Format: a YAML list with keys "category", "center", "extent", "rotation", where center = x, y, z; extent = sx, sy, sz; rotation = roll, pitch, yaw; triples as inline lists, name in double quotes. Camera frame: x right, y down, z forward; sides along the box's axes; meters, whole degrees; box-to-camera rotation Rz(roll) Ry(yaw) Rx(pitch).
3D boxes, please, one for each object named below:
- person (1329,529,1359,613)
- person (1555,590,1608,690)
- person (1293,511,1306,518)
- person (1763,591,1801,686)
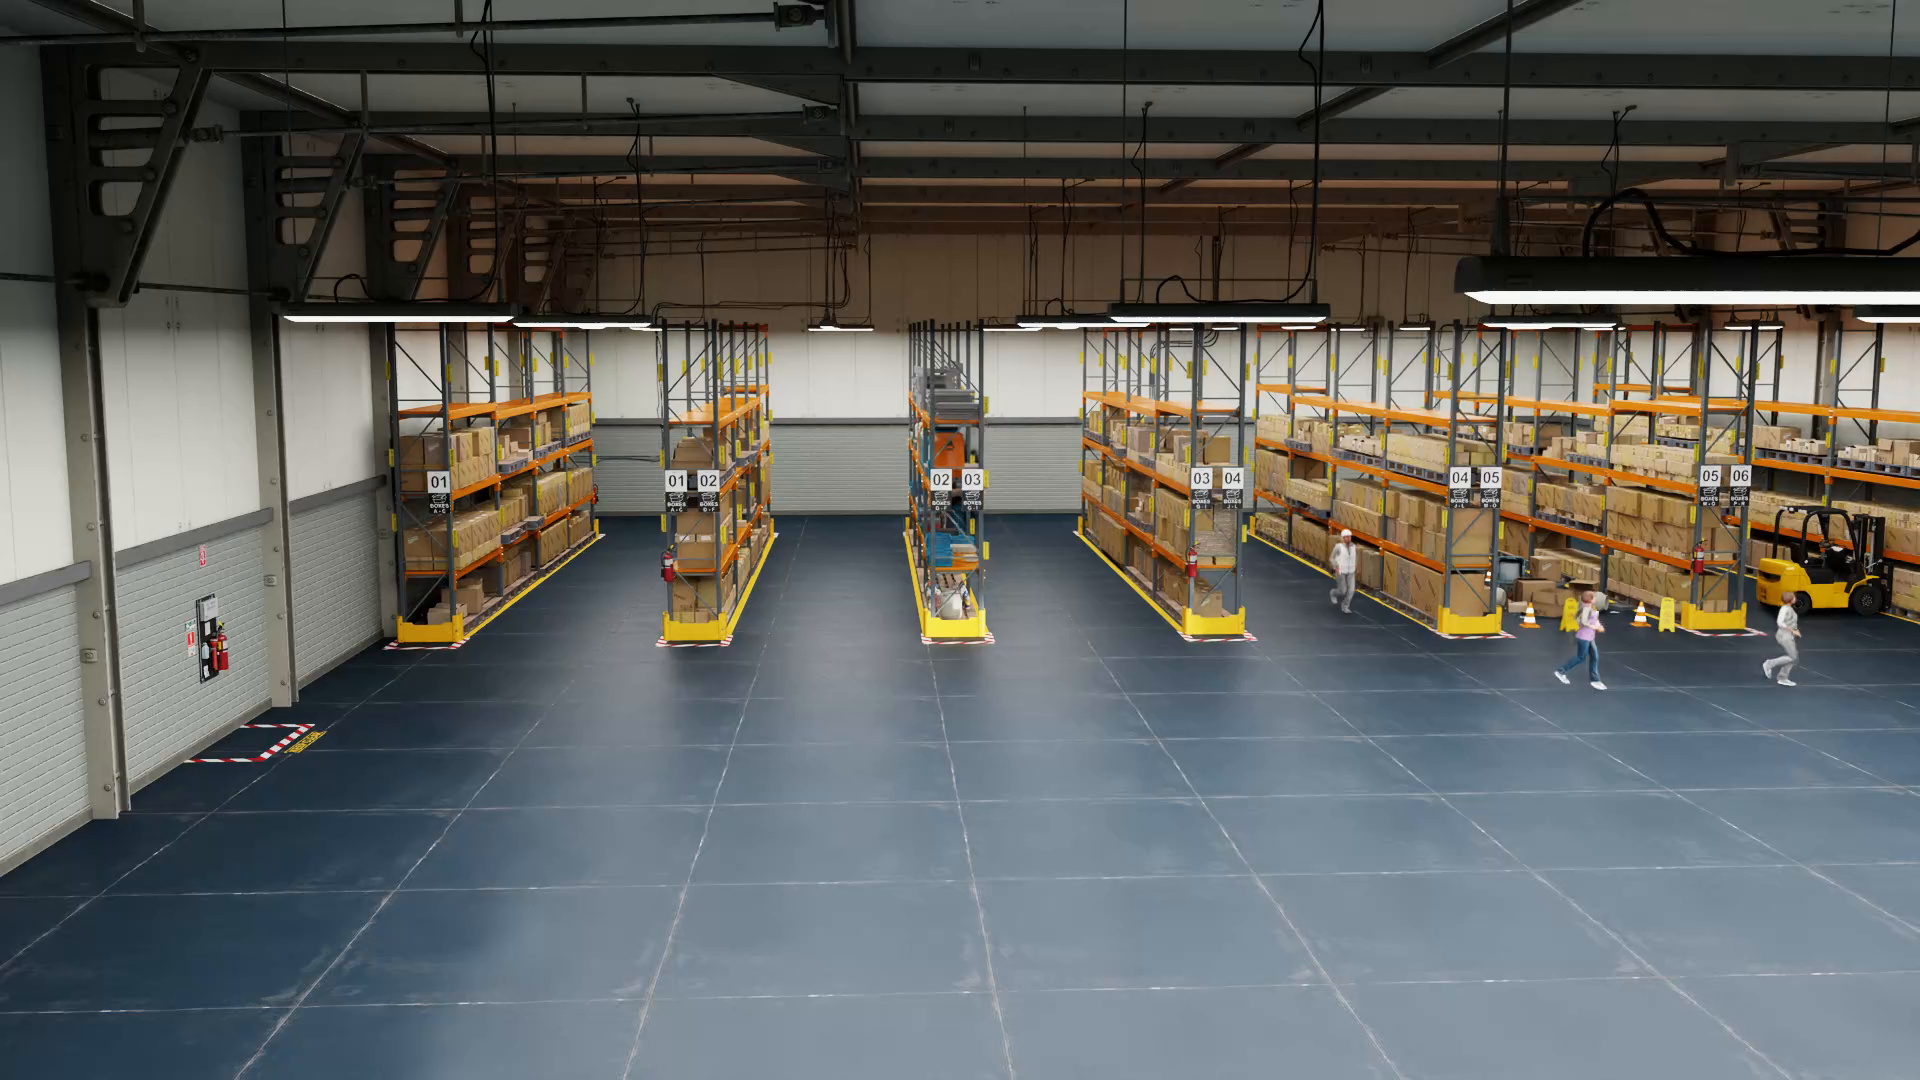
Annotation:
- category: "person"
  center: [7.939, 0.629, 34.416]
  extent: [0.647, 1.727, 0.637]
  rotation: [-2, 7, -14]
- category: "person"
  center: [10.093, 1.611, 26.935]
  extent: [0.820, 1.607, 0.537]
  rotation: [4, 8, 28]
- category: "person"
  center: [9.882, -1.244, 49.197]
  extent: [0.925, 1.804, 0.662]
  rotation: [0, 7, 1]
- category: "person"
  center: [13.466, 1.601, 27.202]
  extent: [0.547, 1.555, 0.532]
  rotation: [4, 8, 32]
